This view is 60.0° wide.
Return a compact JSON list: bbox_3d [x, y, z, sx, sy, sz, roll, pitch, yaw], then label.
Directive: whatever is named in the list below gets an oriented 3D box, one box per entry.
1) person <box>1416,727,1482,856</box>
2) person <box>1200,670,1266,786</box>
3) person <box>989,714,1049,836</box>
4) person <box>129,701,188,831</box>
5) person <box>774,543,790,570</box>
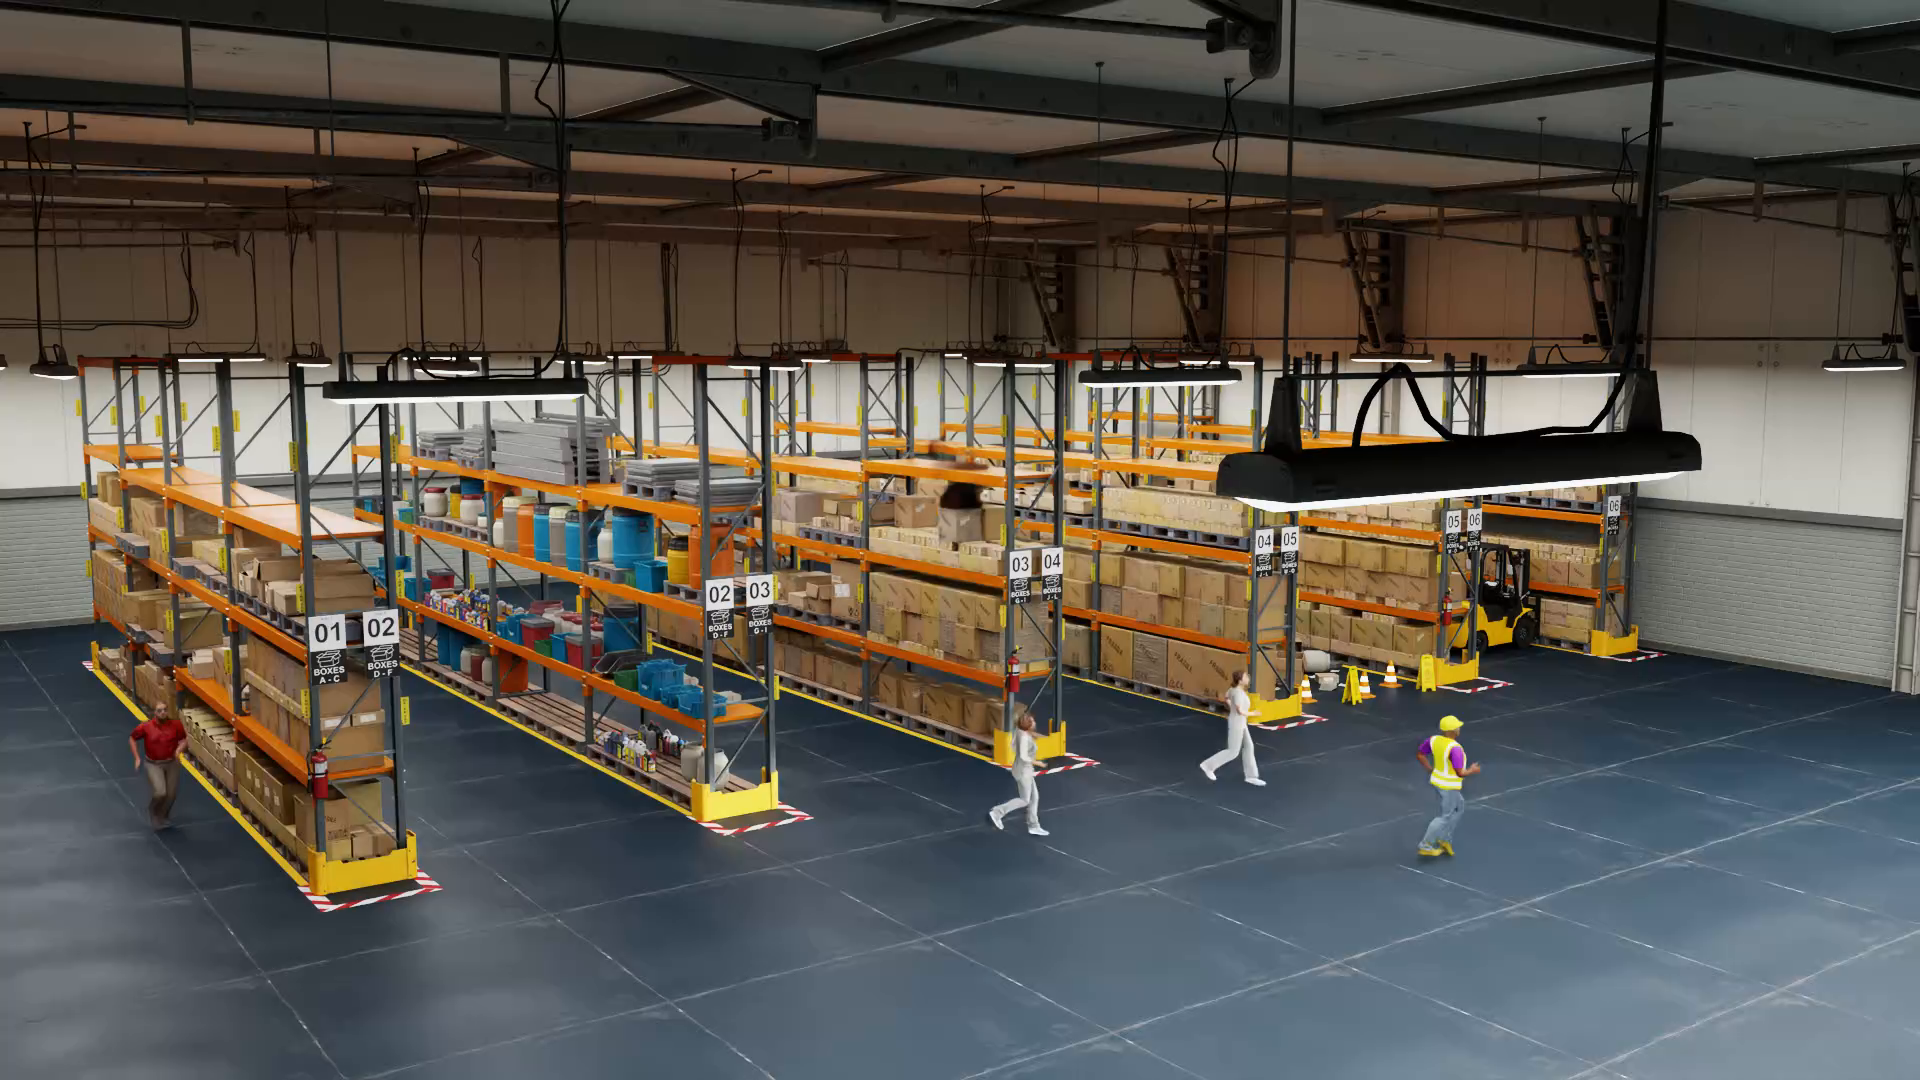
[{"bbox_3d":[5.941,3.039,20.233,0.738,1.768,0.671,-1,7,-10],"label":"person"},{"bbox_3d":[3.880,2.657,23.566,0.950,1.675,0.577,1,7,5],"label":"person"},{"bbox_3d":[0.754,2.998,21.198,0.782,1.594,0.547,-1,7,-4],"label":"person"},{"bbox_3d":[-10.219,2.905,21.317,0.638,1.688,0.733,-6,9,-42],"label":"person"},{"bbox_3d":[-4.517,0.383,41.965,0.558,1.580,0.760,-2,7,-19],"label":"person"}]
